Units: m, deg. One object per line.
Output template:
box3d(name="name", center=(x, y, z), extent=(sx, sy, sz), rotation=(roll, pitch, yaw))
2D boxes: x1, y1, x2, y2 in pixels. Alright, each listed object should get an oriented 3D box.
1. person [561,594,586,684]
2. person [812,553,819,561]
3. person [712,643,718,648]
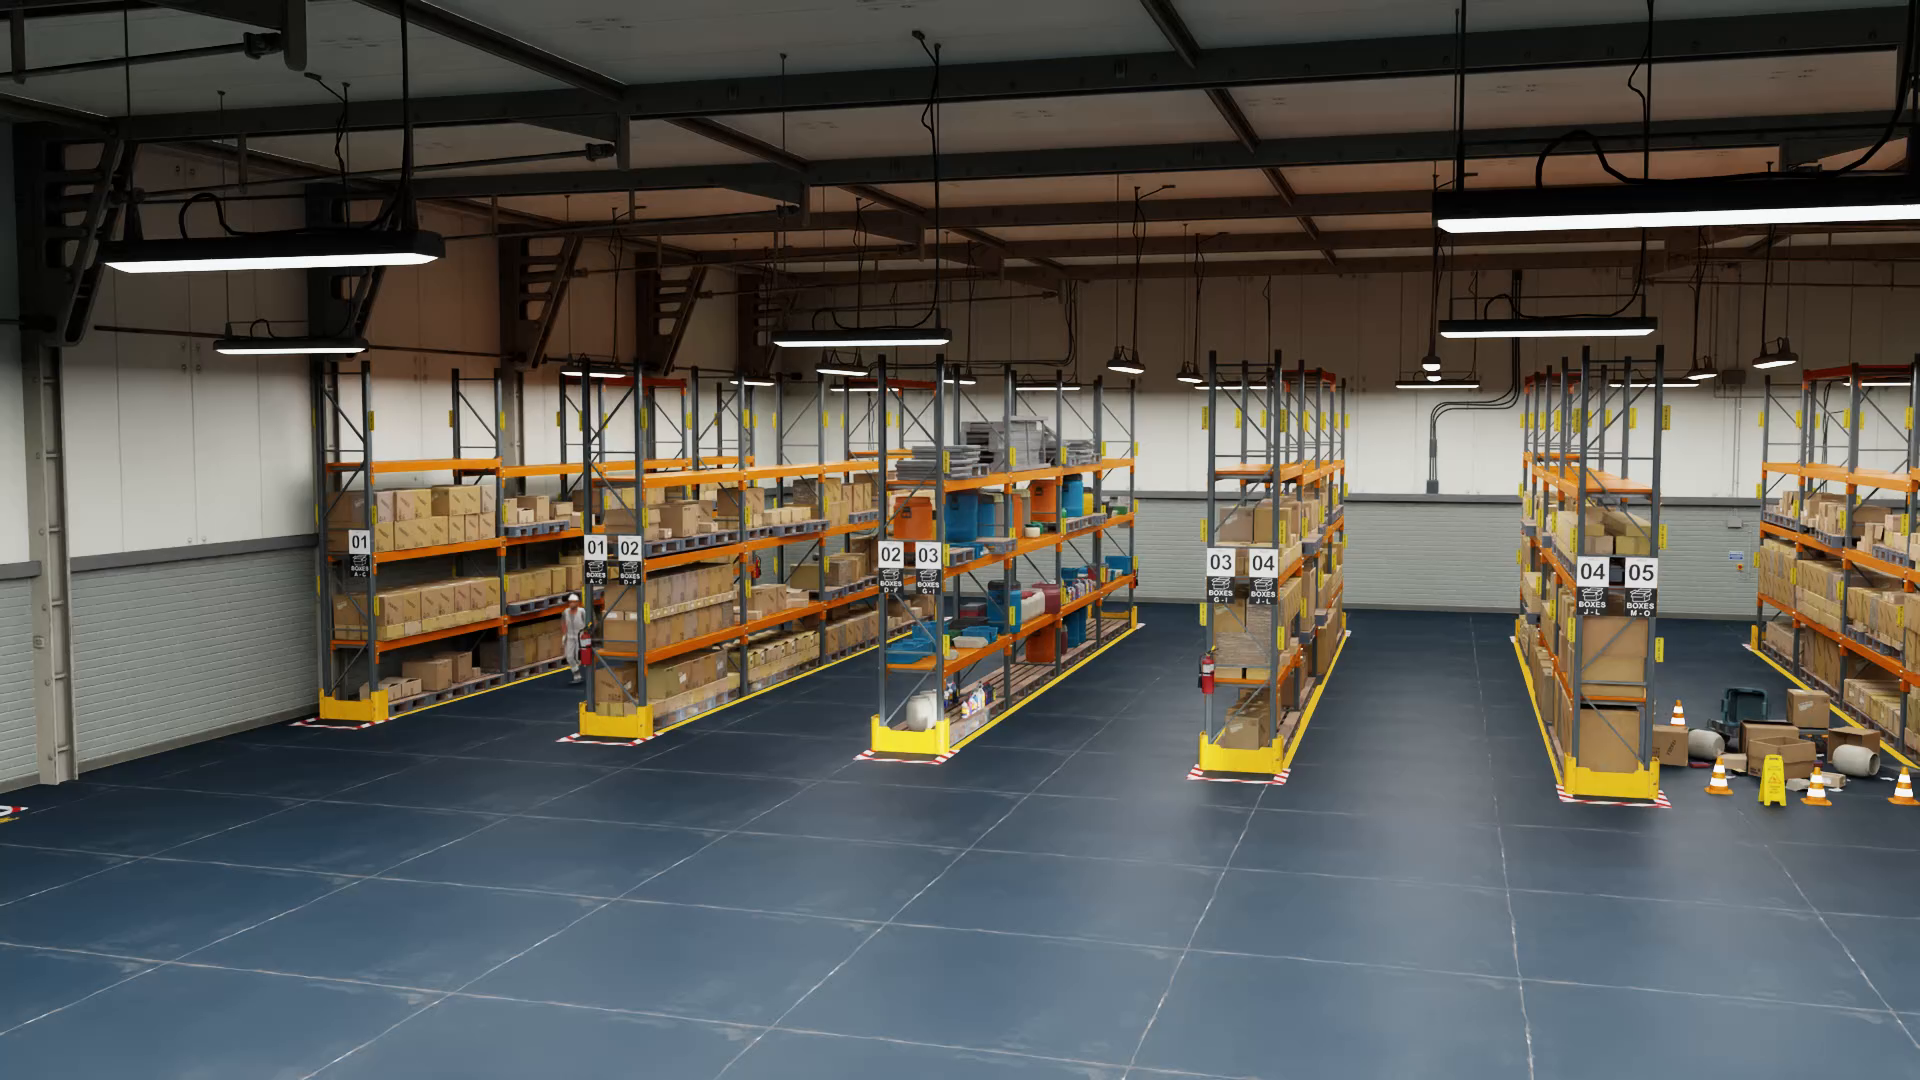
box3d(name="person", center=(-7.313, 1.876, 31.819), extent=(0.632, 1.728, 0.704), rotation=(1, 4, 15))
box3d(name="person", center=(-3.619, 1.185, 42.043), extent=(0.547, 1.706, 0.522), rotation=(-1, 4, -12))
box3d(name="person", center=(-5.372, 1.706, 35.024), extent=(0.446, 1.539, 0.969), rotation=(1, 4, 14))
